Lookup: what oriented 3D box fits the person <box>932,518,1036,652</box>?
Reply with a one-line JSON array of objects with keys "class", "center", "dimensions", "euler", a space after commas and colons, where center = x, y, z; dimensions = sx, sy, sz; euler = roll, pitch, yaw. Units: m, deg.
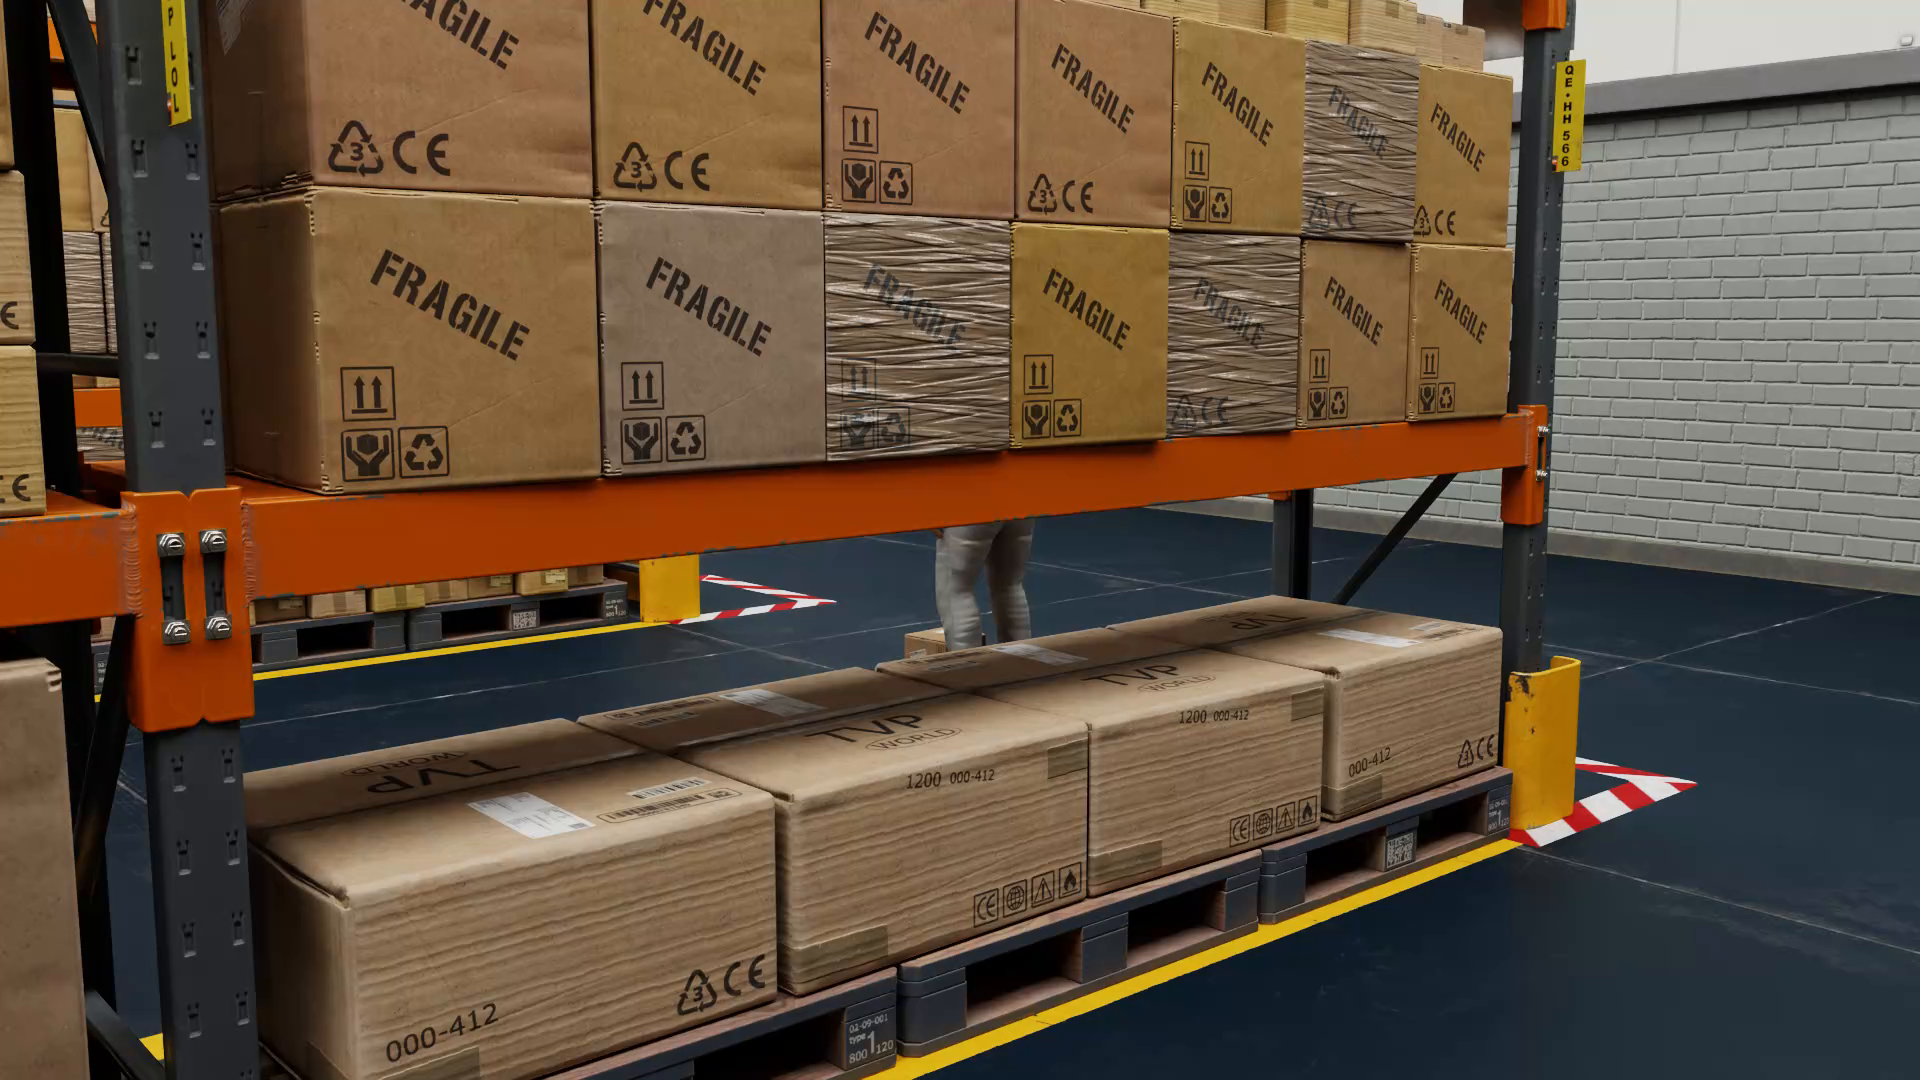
[{"class": "person", "center": [0.089, -0.151, 6.909], "dimensions": [0.537, 1.666, 0.468], "euler": [-6, 10, -41]}]
